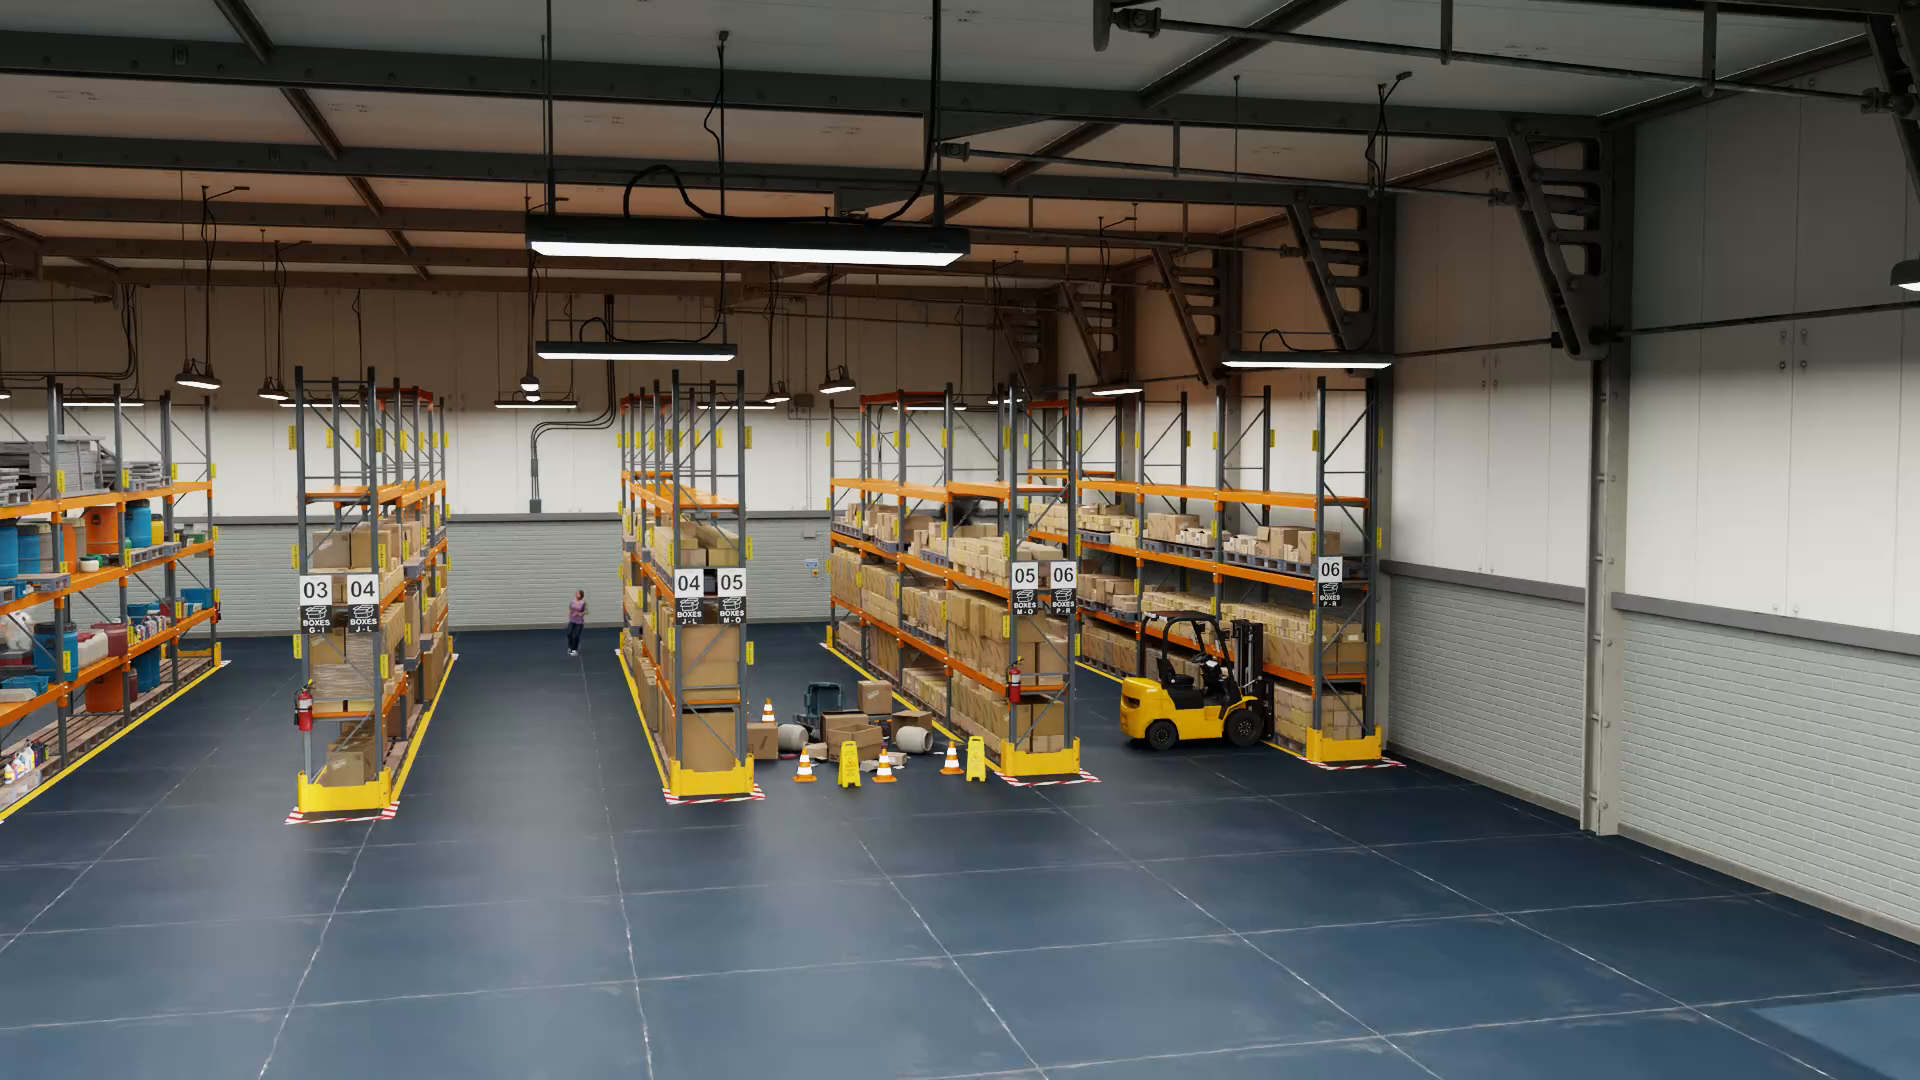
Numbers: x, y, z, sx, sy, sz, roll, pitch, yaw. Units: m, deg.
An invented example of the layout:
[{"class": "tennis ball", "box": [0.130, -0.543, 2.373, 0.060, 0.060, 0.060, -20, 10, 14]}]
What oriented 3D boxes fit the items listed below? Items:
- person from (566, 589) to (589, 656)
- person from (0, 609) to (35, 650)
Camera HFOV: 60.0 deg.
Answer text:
[{"class": "person", "box": [-8.873, 1.915, 38.602, 0.532, 1.562, 0.569, 0, 3, 3]}, {"class": "person", "box": [-19.661, 2.116, 34.729, 0.626, 1.664, 0.594, -2, 4, -33]}]
